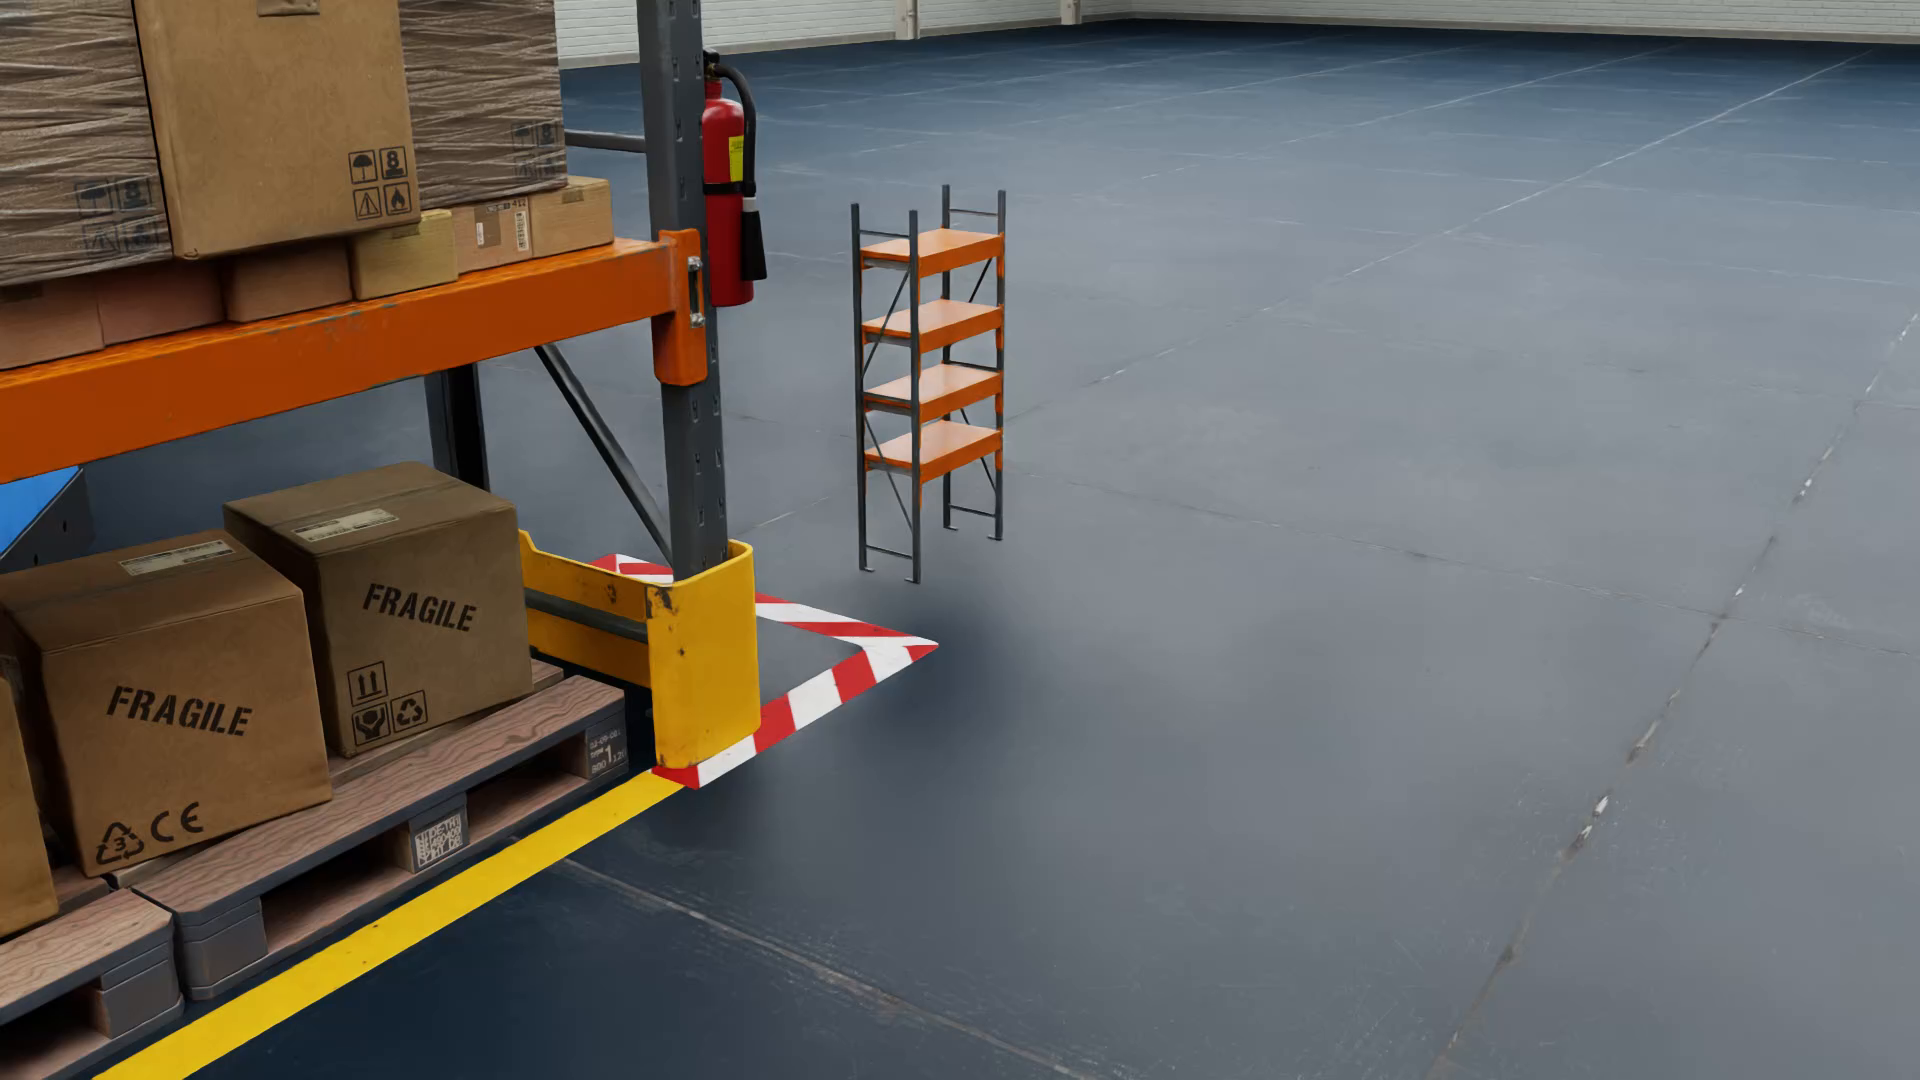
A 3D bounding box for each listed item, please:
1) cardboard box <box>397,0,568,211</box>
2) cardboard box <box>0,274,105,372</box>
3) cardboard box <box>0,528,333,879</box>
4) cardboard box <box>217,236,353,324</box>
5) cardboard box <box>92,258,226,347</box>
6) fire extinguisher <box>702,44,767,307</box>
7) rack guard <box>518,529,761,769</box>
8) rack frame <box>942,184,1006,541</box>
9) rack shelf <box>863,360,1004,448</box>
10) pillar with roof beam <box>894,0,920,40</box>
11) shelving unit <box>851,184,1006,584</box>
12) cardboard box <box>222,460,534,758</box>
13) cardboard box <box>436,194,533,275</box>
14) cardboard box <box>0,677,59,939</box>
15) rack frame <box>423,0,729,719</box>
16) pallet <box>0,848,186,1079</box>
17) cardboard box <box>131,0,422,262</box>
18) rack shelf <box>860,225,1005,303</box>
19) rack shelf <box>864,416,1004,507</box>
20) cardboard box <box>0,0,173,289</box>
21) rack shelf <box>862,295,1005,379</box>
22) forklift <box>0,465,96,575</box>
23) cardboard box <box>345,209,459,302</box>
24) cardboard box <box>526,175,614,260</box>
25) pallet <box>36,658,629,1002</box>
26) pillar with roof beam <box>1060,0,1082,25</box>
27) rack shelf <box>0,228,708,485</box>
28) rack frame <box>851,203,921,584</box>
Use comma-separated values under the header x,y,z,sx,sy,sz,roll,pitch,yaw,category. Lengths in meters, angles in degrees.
x,y,z,sx,sy,sz,roll,pitch,yaw,category
-1.374,-1.039,3.676,0.875,0.500,0.500,13,24,32,cardboard box
-1.721,-0.403,2.893,0.380,0.149,0.250,13,24,32,cardboard box
-1.715,0.325,3.561,0.500,0.500,0.500,-17,26,-38,cardboard box
-1.424,-0.543,3.271,0.380,0.149,0.250,13,24,32,cardboard box
-1.599,-0.479,3.099,0.380,0.149,0.250,13,24,32,cardboard box
-0.597,-0.911,4.017,0.296,0.674,0.183,13,24,32,fire extinguisher
-1.085,0.189,4.532,1.175,0.500,0.348,13,24,32,rack guard
0.044,-0.585,5.618,0.240,1.200,0.015,13,24,32,rack frame
-0.093,-0.452,5.452,0.258,0.148,0.480,13,24,32,rack shelf
2.569,-12.741,27.237,9.100,9.000,0.400,13,24,32,pillar with roof beam
-0.093,-0.515,5.428,0.258,1.200,0.503,13,24,32,shelving unit
-1.407,0.147,4.043,0.500,0.500,0.500,19,28,42,cardboard box
-1.173,-0.693,3.678,0.380,0.149,0.250,13,24,32,cardboard box
-2.083,0.501,3.085,0.500,0.500,0.500,16,26,37,cardboard box
-1.042,-1.005,4.158,1.000,3.000,0.127,13,24,32,rack frame
-2.257,0.900,3.028,1.003,0.211,1.213,13,24,32,pallet
-1.556,-0.872,3.225,0.875,0.500,0.500,13,24,32,cardboard box
-0.093,-0.884,5.292,0.258,0.148,0.480,13,24,32,rack shelf
-0.093,-0.266,5.521,0.258,0.148,0.480,13,24,32,rack shelf
-1.873,-0.737,2.860,0.875,0.500,0.500,13,24,32,cardboard box
-0.093,-0.662,5.374,0.258,0.148,0.480,13,24,32,rack shelf
-4.290,-1.059,4.403,3.031,2.935,1.130,-4,21,-11,forklift
-1.271,-0.612,3.457,0.380,0.149,0.250,13,24,32,cardboard box
-1.032,-0.765,3.871,0.380,0.149,0.250,13,24,32,cardboard box
-1.571,0.551,3.971,1.003,0.211,1.213,13,24,32,pallet
5.942,-14.462,31.891,9.100,9.000,0.400,13,24,32,pillar with roof beam
-2.167,-0.094,2.731,1.077,0.370,4.000,13,24,32,rack shelf
-0.230,-0.445,5.239,0.240,1.200,0.015,13,24,32,rack frame
